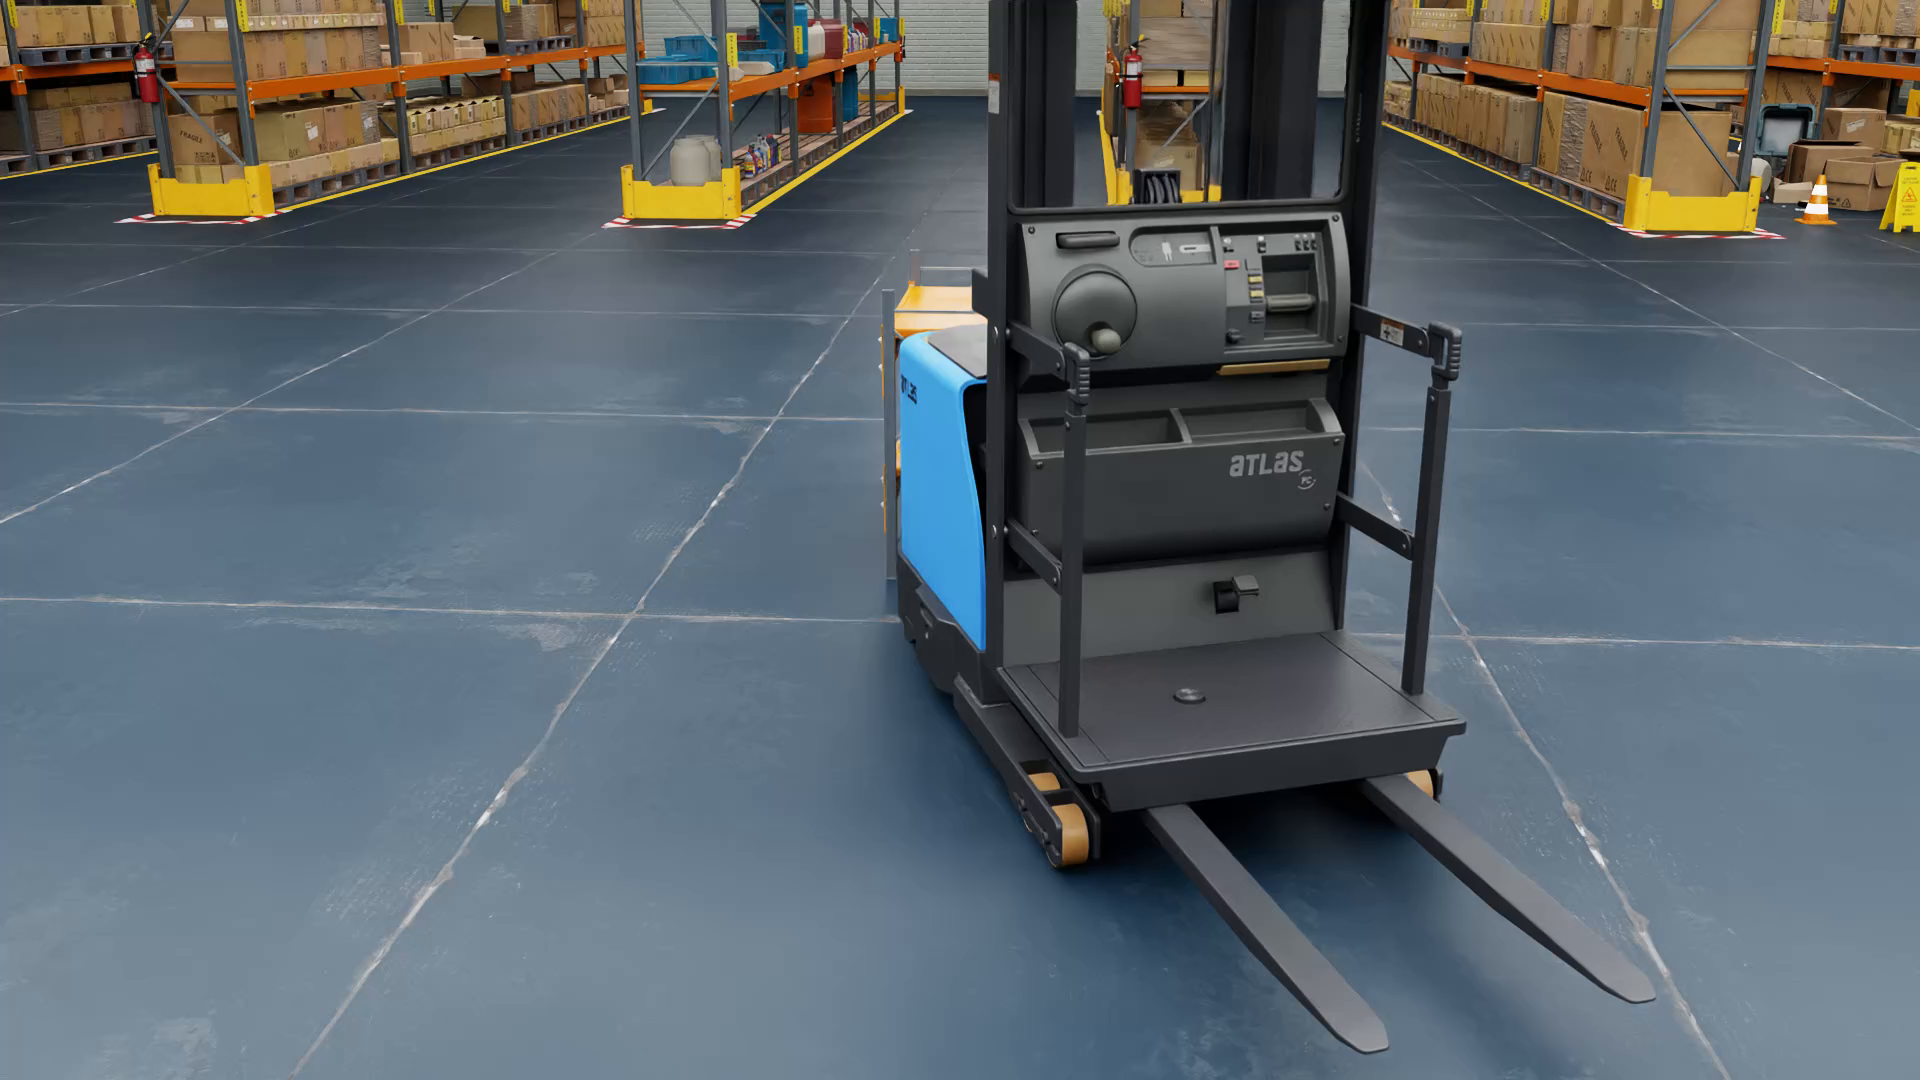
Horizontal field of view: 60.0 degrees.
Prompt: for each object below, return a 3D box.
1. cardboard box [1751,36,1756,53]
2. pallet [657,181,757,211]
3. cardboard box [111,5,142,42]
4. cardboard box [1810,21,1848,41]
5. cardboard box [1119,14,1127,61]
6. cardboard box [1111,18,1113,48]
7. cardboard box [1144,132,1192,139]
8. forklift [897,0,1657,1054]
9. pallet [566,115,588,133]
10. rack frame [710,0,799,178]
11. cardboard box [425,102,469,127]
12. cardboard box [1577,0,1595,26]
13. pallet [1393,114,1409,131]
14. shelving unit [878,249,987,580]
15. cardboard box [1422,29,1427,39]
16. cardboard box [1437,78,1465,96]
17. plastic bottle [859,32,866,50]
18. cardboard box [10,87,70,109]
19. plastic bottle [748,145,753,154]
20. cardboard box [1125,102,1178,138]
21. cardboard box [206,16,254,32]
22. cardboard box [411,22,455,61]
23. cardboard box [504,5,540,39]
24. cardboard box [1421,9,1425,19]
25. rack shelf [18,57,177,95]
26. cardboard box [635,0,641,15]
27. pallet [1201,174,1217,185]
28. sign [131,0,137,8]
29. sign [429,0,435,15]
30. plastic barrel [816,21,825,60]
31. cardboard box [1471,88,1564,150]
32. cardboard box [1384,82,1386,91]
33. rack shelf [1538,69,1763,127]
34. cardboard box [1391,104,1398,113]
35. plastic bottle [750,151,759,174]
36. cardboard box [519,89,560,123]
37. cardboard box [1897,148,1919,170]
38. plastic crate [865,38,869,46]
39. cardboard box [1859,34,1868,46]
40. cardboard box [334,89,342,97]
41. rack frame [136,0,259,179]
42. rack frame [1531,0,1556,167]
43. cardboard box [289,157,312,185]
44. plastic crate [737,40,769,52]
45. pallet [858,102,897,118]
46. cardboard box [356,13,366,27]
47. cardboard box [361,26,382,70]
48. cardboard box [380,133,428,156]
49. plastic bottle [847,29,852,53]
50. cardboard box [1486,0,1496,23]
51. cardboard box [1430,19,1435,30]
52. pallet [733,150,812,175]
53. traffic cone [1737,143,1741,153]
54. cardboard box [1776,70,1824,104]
[{"bbox_3d":[12.504,-7.588,25.505,0.500,0.250,0.500,1,18,3],"label":"cardboard box"},{"bbox_3d":[-2.776,-3.666,17.774,1.003,0.211,1.213,1,18,4],"label":"pallet"},{"bbox_3d":[-12.142,-7.357,23.690,0.700,0.500,0.500,0,18,-1],"label":"cardboard box"},{"bbox_3d":[12.382,-7.190,23.487,0.500,0.250,0.500,1,18,4],"label":"cardboard box"},{"bbox_3d":[2.264,-5.742,18.993,0.875,0.500,0.500,1,18,4],"label":"cardboard box"},{"bbox_3d":[2.720,-8.241,27.097,0.500,0.500,0.500,1,18,4],"label":"cardboard box"},{"bbox_3d":[2.276,-4.190,18.233,0.500,0.500,0.500,3,18,9],"label":"cardboard box"},{"bbox_3d":[0.678,-0.677,4.282,1.130,2.935,3.031,-5,19,-15],"label":"forklift"},{"bbox_3d":[-6.898,-6.975,27.870,1.003,0.211,1.213,1,18,4],"label":"pallet"},{"bbox_3d":[-2.511,-5.957,20.286,1.000,3.000,0.127,1,18,4],"label":"rack frame"},{"bbox_3d":[-7.064,-5.828,22.734,0.500,0.311,0.500,2,18,5],"label":"cardboard box"},{"bbox_3d":[7.209,-5.837,17.944,0.875,0.550,0.550,1,18,4],"label":"cardboard box"},{"bbox_3d":[7.956,-7.073,28.171,1.003,0.211,1.213,1,18,4],"label":"pallet"},{"bbox_3d":[0.000,-0.537,6.754,0.538,1.125,1.048,1,18,4],"label":"shelving unit"},{"bbox_3d":[7.383,-7.836,25.750,0.380,0.149,0.250,0,18,1],"label":"cardboard box"},{"bbox_3d":[7.521,-6.848,25.139,0.500,0.250,0.500,2,18,5],"label":"cardboard box"},{"bbox_3d":[-1.643,-8.253,27.492,0.152,0.276,0.135,1,18,4],"label":"plastic bottle"},{"bbox_3d":[-12.328,-5.922,22.281,0.500,0.250,0.500,1,18,3],"label":"cardboard box"},{"bbox_3d":[-2.428,-4.461,19.375,0.061,0.283,0.133,1,18,4],"label":"plastic bottle"},{"bbox_3d":[2.688,-5.901,23.424,0.700,0.500,0.500,0,18,1],"label":"cardboard box"},{"bbox_3d":[-7.495,-5.299,17.076,0.380,0.149,0.250,1,18,4],"label":"cardboard box"},{"bbox_3d":[-7.269,-6.837,22.811,0.500,0.500,0.500,0,18,1],"label":"cardboard box"},{"bbox_3d":[-6.976,-8.036,25.796,0.700,0.500,0.500,5,19,14],"label":"cardboard box"},{"bbox_3d":[7.401,-8.196,25.893,0.380,0.149,0.250,1,18,3],"label":"cardboard box"},{"bbox_3d":[-12.249,-6.458,22.968,1.077,0.370,4.000,1,18,4],"label":"rack shelf"},{"bbox_3d":[-6.349,-10.174,31.389,0.500,0.500,0.500,1,18,3],"label":"cardboard box"},{"bbox_3d":[2.332,-3.932,18.584,1.003,0.211,1.213,1,18,4],"label":"pallet"},{"bbox_3d":[-8.278,-5.506,16.668,0.100,0.325,0.005,1,18,4],"label":"sign"},{"bbox_3d":[-7.706,-7.833,24.278,0.100,0.325,0.005,1,18,4],"label":"sign"},{"bbox_3d":[-2.085,-6.928,23.070,0.421,0.512,0.421,0,18,0],"label":"plastic barrel"},{"bbox_3d":[7.463,-5.618,22.191,1.050,0.750,0.750,2,18,5],"label":"cardboard box"},{"bbox_3d":[7.807,-8.240,30.202,0.380,0.149,0.250,1,18,4],"label":"cardboard box"},{"bbox_3d":[7.226,-4.741,17.731,1.077,0.370,4.000,1,18,4],"label":"rack shelf"},{"bbox_3d":[7.705,-7.485,28.852,0.380,0.149,0.250,1,18,4],"label":"cardboard box"},{"bbox_3d":[-2.332,-4.290,18.873,0.097,0.271,0.097,0,18,0],"label":"plastic bottle"},{"bbox_3d":[-6.742,-6.948,26.618,0.500,0.500,0.500,1,18,2],"label":"cardboard box"},{"bbox_3d":[10.880,-4.136,18.739,0.500,0.500,0.500,17,25,41],"label":"cardboard box"},{"bbox_3d":[-1.762,-8.486,28.332,0.396,0.136,0.243,1,18,4],"label":"plastic crate"},{"bbox_3d":[12.272,-6.680,22.221,0.380,0.149,0.250,0,18,0],"label":"cardboard box"},{"bbox_3d":[-11.624,-8.060,30.045,0.700,0.500,0.500,1,18,3],"label":"cardboard box"},{"bbox_3d":[-7.738,-4.826,16.835,1.000,3.000,0.127,1,18,4],"label":"rack frame"},{"bbox_3d":[7.369,-5.704,19.515,1.000,3.000,0.127,1,18,4],"label":"rack frame"},{"bbox_3d":[-7.446,-4.036,18.166,0.500,0.250,0.500,1,18,4],"label":"cardboard box"},{"bbox_3d":[-2.675,-5.768,19.808,0.767,0.338,0.504,1,18,4],"label":"plastic crate"},{"bbox_3d":[-1.748,-8.104,31.315,1.003,0.211,1.213,1,18,4],"label":"pallet"},{"bbox_3d":[-7.293,-6.177,19.755,0.380,0.149,0.250,1,18,2],"label":"cardboard box"},{"bbox_3d":[-7.477,-5.978,20.190,0.700,0.500,0.500,1,18,2],"label":"cardboard box"},{"bbox_3d":[-7.175,-5.081,21.355,0.500,0.250,0.500,1,18,3],"label":"cardboard box"},{"bbox_3d":[-1.756,-7.783,25.939,0.144,0.351,0.185,1,18,4],"label":"plastic bottle"},{"bbox_3d":[7.614,-7.330,22.710,0.700,0.500,0.500,1,18,4],"label":"cardboard box"},{"bbox_3d":[7.346,-7.813,25.200,0.380,0.149,0.250,1,18,3],"label":"cardboard box"},{"bbox_3d":[-2.493,-4.877,21.467,1.003,0.211,1.213,1,18,4],"label":"pallet"},{"bbox_3d":[10.030,-4.949,21.282,0.336,0.463,0.334,1,18,4],"label":"traffic cone"},{"bbox_3d":[12.801,-6.547,24.824,0.875,0.875,0.875,2,18,5],"label":"cardboard box"}]
